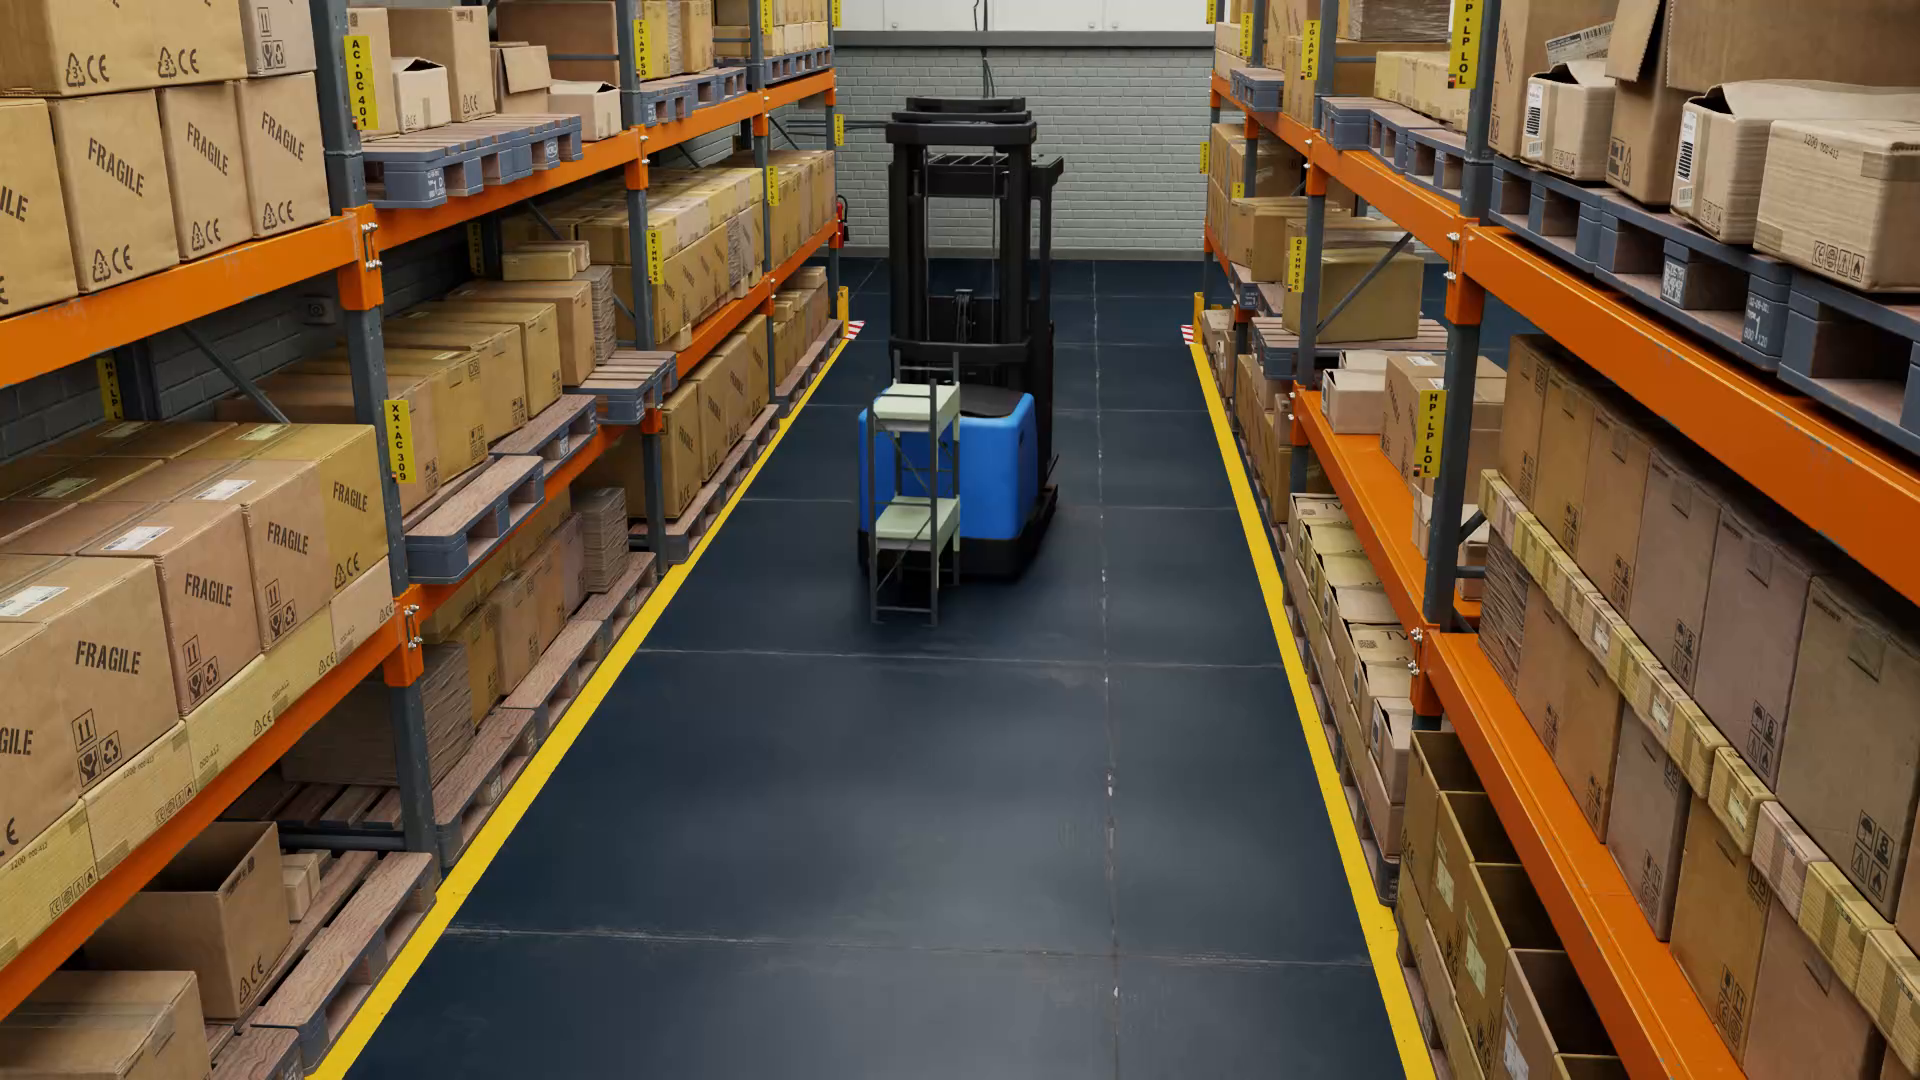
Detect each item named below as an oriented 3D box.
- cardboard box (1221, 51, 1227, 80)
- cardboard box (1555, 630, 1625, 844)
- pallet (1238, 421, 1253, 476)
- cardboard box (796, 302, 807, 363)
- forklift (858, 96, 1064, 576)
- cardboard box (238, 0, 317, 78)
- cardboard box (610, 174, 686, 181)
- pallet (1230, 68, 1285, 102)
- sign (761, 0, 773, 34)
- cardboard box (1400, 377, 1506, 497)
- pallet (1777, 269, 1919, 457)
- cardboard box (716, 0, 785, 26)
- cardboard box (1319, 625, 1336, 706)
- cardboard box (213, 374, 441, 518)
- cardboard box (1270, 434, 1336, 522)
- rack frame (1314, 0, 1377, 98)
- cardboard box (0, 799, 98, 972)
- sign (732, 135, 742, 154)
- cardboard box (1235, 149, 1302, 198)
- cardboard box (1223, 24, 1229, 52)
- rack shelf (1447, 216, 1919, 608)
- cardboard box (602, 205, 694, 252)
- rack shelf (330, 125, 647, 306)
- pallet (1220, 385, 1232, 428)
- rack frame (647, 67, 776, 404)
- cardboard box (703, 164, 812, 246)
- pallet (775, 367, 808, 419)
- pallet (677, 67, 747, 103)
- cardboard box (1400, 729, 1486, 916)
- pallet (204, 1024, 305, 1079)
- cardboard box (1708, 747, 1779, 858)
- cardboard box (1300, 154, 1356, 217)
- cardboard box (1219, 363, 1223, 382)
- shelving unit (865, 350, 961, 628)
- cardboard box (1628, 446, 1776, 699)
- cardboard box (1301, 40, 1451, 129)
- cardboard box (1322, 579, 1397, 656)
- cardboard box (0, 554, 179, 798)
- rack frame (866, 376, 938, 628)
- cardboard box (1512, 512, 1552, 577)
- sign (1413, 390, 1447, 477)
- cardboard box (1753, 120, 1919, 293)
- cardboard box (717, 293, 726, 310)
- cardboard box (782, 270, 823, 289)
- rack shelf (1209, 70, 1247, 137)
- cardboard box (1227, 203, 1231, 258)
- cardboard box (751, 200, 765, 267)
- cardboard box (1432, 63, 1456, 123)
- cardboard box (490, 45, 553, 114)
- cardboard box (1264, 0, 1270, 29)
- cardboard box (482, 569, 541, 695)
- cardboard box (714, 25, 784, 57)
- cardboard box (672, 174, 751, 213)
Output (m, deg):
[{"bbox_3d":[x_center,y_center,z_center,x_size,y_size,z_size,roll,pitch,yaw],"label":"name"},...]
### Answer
[{"bbox_3d":[2.742,-4.481,15.705,0.500,0.250,0.500,1,18,4],"label":"cardboard box"},{"bbox_3d":[2.158,0.546,4.779,0.700,0.500,0.500,2,18,5],"label":"cardboard box"},{"bbox_3d":[2.808,-0.770,13.435,1.003,0.211,1.213,1,18,4],"label":"pallet"},{"bbox_3d":[-1.879,-2.015,16.096,0.700,0.500,0.500,2,18,5],"label":"cardboard box"},{"bbox_3d":[0.110,-1.584,11.552,1.130,2.935,3.031,3,18,10],"label":"forklift"},{"bbox_3d":[-2.452,-1.769,5.390,0.500,0.500,0.500,0,18,-1],"label":"cardboard box"},{"bbox_3d":[-2.437,-2.713,13.011,0.500,0.250,0.500,1,18,5],"label":"cardboard box"},{"bbox_3d":[2.711,-3.484,12.723,1.213,0.211,1.003,1,18,4],"label":"pallet"},{"bbox_3d":[-1.571,-4.270,13.483,0.100,0.325,0.005,1,18,4],"label":"sign"},{"bbox_3d":[2.400,-0.469,7.876,0.500,0.500,0.500,1,18,4],"label":"cardboard box"},{"bbox_3d":[2.045,-0.224,2.615,1.003,0.211,1.213,1,18,4],"label":"pallet"},{"bbox_3d":[-1.782,-4.631,14.123,0.500,0.500,0.500,1,18,3],"label":"cardboard box"},{"bbox_3d":[2.108,0.634,8.413,0.500,0.250,0.500,2,18,5],"label":"cardboard box"},{"bbox_3d":[-2.616,-0.387,6.921,0.700,0.500,0.500,1,18,4],"label":"cardboard box"},{"bbox_3d":[2.374,-0.423,11.206,0.500,0.500,0.500,2,18,6],"label":"cardboard box"},{"bbox_3d":[2.542,-3.957,9.048,1.000,3.000,0.127,1,18,4],"label":"rack frame"},{"bbox_3d":[-2.556,0.866,4.170,0.500,0.250,0.500,1,18,3],"label":"cardboard box"},{"bbox_3d":[-2.379,-4.164,17.795,0.100,0.325,0.005,1,18,4],"label":"sign"},{"bbox_3d":[2.606,-3.034,14.099,0.500,0.500,0.500,1,18,4],"label":"cardboard box"},{"bbox_3d":[2.746,-4.718,15.627,0.500,0.250,0.500,1,18,4],"label":"cardboard box"},{"bbox_3d":[2.111,-0.327,3.940,1.077,0.370,4.000,1,18,4],"label":"rack shelf"},{"bbox_3d":[-2.072,-2.073,11.057,0.500,0.250,0.500,1,18,3],"label":"cardboard box"},{"bbox_3d":[-2.543,-1.678,8.066,1.077,0.370,4.000,1,18,4],"label":"rack shelf"},{"bbox_3d":[2.878,-1.237,14.859,1.003,0.211,1.213,1,18,4],"label":"pallet"},{"bbox_3d":[-2.113,-2.458,14.108,1.000,3.000,0.127,1,18,4],"label":"rack frame"},{"bbox_3d":[-1.958,-3.222,15.956,0.980,0.700,0.700,0,18,1],"label":"cardboard box"},{"bbox_3d":[-1.980,-1.367,15.257,1.003,0.211,1.213,1,18,4],"label":"pallet"},{"bbox_3d":[-2.129,-3.507,12.798,0.805,0.209,1.217,1,18,2],"label":"pallet"},{"bbox_3d":[1.909,1.024,6.019,0.500,0.500,0.500,1,18,4],"label":"cardboard box"},{"bbox_3d":[-2.784,1.941,5.161,1.003,0.211,1.213,1,18,4],"label":"pallet"},{"bbox_3d":[1.880,0.579,3.636,0.380,0.149,0.250,2,18,6],"label":"cardboard box"},{"bbox_3d":[3.143,-3.011,14.030,0.500,0.500,0.500,2,18,5],"label":"cardboard box"},{"bbox_3d":[2.553,-1.504,15.068,0.380,0.149,0.250,1,18,4],"label":"cardboard box"},{"bbox_3d":[-0.268,-0.318,9.981,0.431,1.500,0.755,3,19,10],"label":"shelving unit"},{"bbox_3d":[2.121,0.077,4.125,0.700,0.500,0.500,1,18,4],"label":"cardboard box"},{"bbox_3d":[2.539,-2.716,9.916,0.910,0.500,0.500,1,18,4],"label":"cardboard box"},{"bbox_3d":[2.107,0.372,8.312,0.500,0.311,0.500,1,18,3],"label":"cardboard box"},{"bbox_3d":[-2.525,0.358,4.516,0.500,0.500,0.500,2,18,6],"label":"cardboard box"},{"bbox_3d":[-0.332,-0.205,9.639,0.400,1.500,0.023,3,19,10],"label":"rack frame"},{"bbox_3d":[2.008,0.017,5.350,0.380,0.149,0.250,1,18,2],"label":"cardboard box"},{"bbox_3d":[1.713,-0.386,6.051,0.100,0.325,0.005,1,18,4],"label":"sign"},{"bbox_3d":[1.788,-0.606,2.978,0.500,0.250,0.500,1,18,4],"label":"cardboard box"},{"bbox_3d":[-1.990,-1.843,12.603,0.380,0.149,0.250,1,18,2],"label":"cardboard box"},{"bbox_3d":[-1.622,-2.677,17.075,0.380,0.149,0.250,2,18,5],"label":"cardboard box"},{"bbox_3d":[2.972,-4.053,15.314,1.077,0.370,4.000,1,18,4],"label":"rack shelf"},{"bbox_3d":[2.644,-2.717,14.738,0.500,0.500,0.500,2,18,5],"label":"cardboard box"},{"bbox_3d":[-1.895,-2.508,13.588,0.500,0.500,0.500,1,18,3],"label":"cardboard box"},{"bbox_3d":[2.453,-2.010,7.490,0.500,0.250,0.500,0,18,-1],"label":"cardboard box"},{"bbox_3d":[-2.585,-2.299,8.608,0.797,0.503,0.637,4,19,12],"label":"cardboard box"},{"bbox_3d":[2.825,-4.449,13.599,0.700,0.500,0.500,1,18,4],"label":"cardboard box"},{"bbox_3d":[-2.586,0.457,8.519,0.700,0.500,0.500,1,18,5],"label":"cardboard box"},{"bbox_3d":[-1.800,-4.268,14.220,0.500,0.250,0.500,1,18,4],"label":"cardboard box"},{"bbox_3d":[-1.938,-2.704,12.982,0.500,0.250,0.500,2,18,5],"label":"cardboard box"}]
